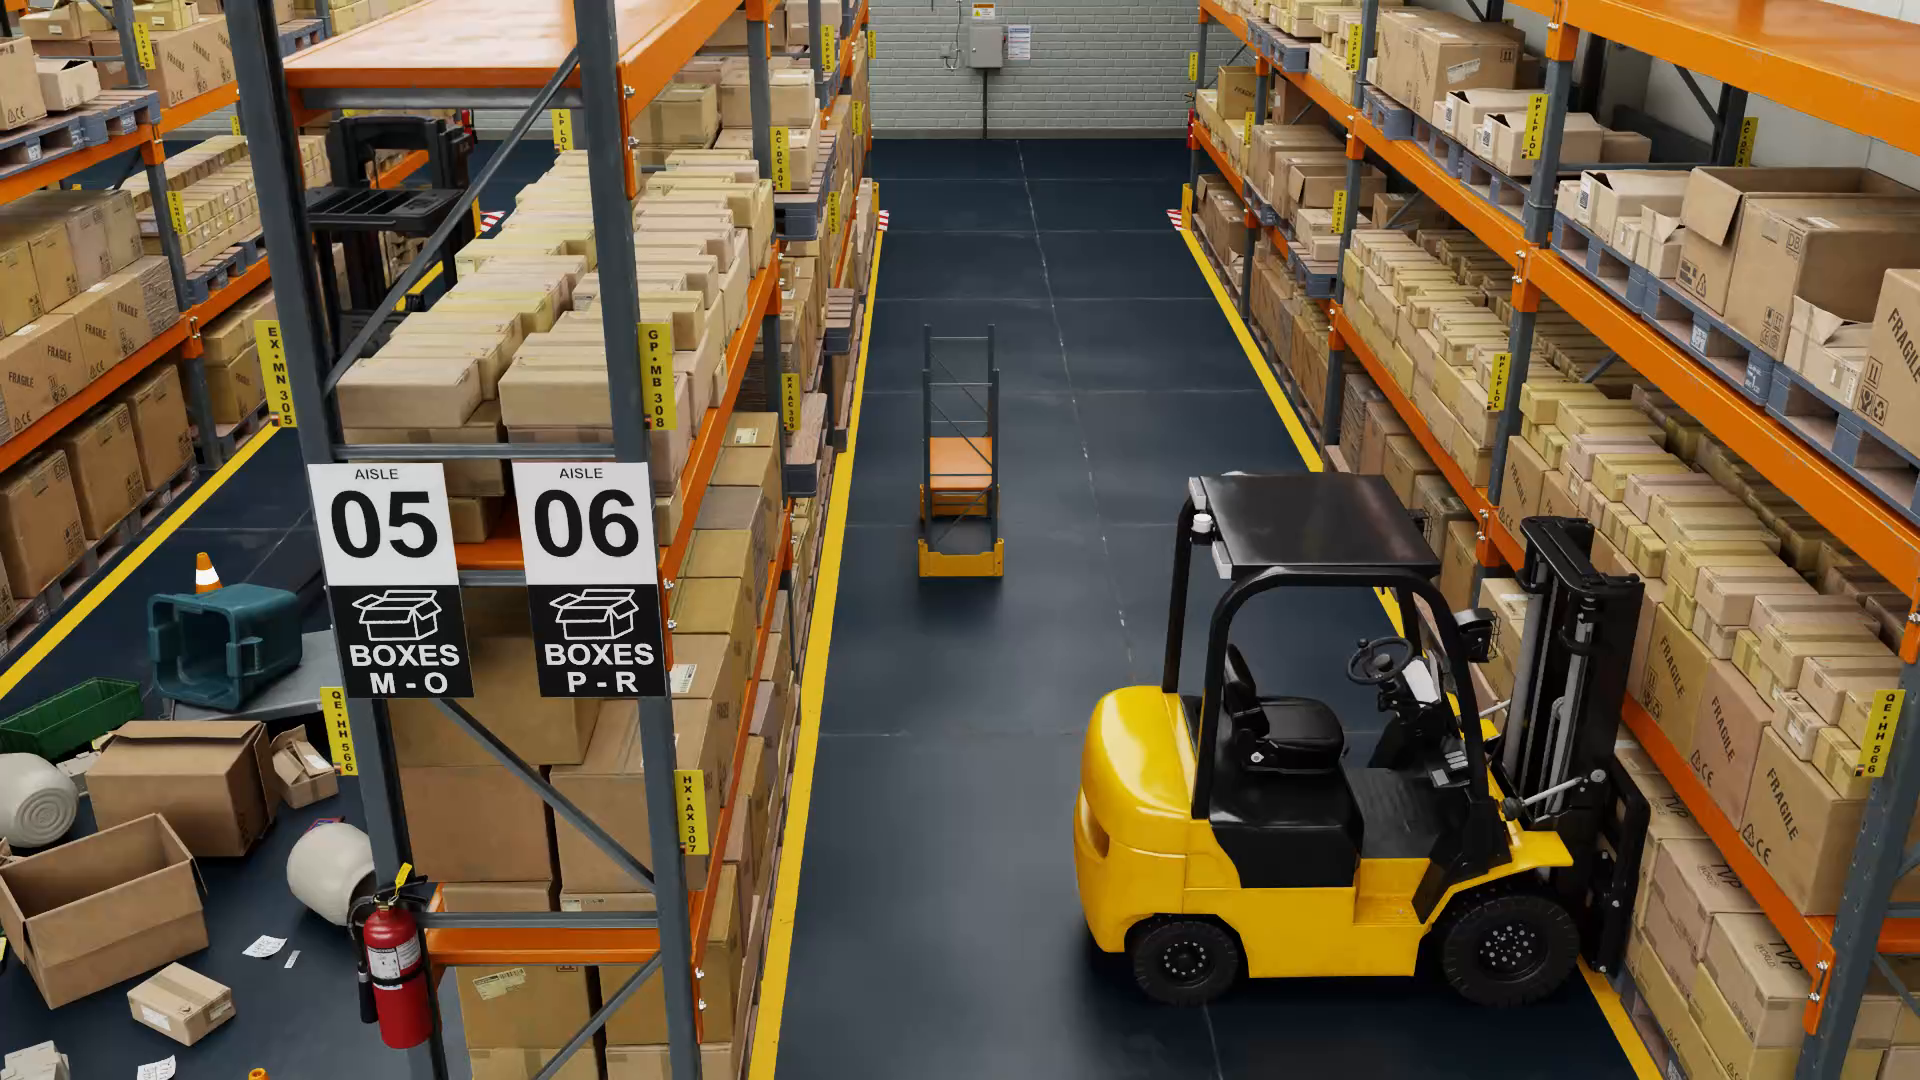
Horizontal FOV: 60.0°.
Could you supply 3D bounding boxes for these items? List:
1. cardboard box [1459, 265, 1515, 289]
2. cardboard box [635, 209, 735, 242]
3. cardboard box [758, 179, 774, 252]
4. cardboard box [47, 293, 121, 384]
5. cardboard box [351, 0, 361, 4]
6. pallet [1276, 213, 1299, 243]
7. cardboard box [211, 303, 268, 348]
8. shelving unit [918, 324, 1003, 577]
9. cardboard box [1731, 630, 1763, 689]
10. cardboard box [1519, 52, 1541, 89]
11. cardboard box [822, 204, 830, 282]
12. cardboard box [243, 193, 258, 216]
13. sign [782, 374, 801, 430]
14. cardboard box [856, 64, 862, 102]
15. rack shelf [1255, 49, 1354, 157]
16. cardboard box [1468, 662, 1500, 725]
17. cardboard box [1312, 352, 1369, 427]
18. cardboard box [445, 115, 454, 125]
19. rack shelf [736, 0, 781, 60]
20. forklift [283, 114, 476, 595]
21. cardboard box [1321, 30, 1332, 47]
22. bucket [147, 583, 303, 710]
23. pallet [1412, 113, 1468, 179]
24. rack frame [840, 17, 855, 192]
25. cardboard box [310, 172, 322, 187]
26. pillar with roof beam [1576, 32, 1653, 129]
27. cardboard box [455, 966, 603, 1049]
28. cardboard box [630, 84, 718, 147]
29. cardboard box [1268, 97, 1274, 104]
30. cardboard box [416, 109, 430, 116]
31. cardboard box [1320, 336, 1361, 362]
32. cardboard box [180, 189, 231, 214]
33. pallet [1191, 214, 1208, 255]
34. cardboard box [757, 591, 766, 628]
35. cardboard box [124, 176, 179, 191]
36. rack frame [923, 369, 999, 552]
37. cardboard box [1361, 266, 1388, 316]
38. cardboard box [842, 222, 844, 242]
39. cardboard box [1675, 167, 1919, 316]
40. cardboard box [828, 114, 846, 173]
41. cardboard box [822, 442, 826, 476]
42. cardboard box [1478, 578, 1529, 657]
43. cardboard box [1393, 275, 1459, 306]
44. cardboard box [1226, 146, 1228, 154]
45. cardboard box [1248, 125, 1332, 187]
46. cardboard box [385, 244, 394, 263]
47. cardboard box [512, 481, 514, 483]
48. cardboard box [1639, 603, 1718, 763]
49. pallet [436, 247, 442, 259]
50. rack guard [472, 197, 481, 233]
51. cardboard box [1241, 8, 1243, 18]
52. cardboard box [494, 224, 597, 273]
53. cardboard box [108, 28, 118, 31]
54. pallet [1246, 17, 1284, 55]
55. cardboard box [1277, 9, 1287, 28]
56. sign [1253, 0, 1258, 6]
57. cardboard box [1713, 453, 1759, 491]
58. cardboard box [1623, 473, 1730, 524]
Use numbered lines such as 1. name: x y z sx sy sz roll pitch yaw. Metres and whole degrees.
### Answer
1. cardboard box: 3.709 -1.812 11.592 0.380 0.149 0.250 0 24 -1
2. cardboard box: -1.167 -1.307 7.080 0.380 0.149 0.250 0 24 0
3. cardboard box: -1.196 -1.608 8.229 0.500 0.250 0.500 0 24 -1
4. cardboard box: -6.180 -1.389 11.444 0.500 0.500 0.500 -1 24 -1
5. cardboard box: -6.272 -5.519 16.631 0.500 0.250 0.500 0 24 -1
6. pallet: 3.423 -2.741 14.787 1.003 0.211 1.213 0 24 -1
7. cardboard box: -6.234 -1.828 14.149 0.500 0.250 0.500 -1 24 -1
8. shelving unit: 0.001 -0.652 11.755 0.587 1.500 1.083 0 24 -1
9. cardboard box: 3.287 0.472 6.542 0.380 0.149 0.250 0 24 -1
10. cardboard box: 3.714 -3.265 11.624 0.500 0.250 0.500 0 24 -1
11. cardboard box: -1.231 -2.190 12.343 0.500 0.500 0.500 -1 24 -2
12. cardboard box: -6.283 -2.883 14.302 0.380 0.149 0.250 0 24 -1
13. sign: -0.928 -0.755 9.113 0.100 0.325 0.005 0 24 -1
14. cardboard box: -1.314 -4.770 17.704 0.500 0.500 0.500 0 24 0
15. rack shelf: 3.427 -3.890 14.328 1.077 0.370 4.000 0 24 -1
16. cardboard box: 3.167 0.883 9.368 0.500 0.250 0.500 0 24 0
17. cardboard box: 3.230 -1.253 13.788 0.500 0.500 0.500 0 24 1
18. cardboard box: -6.264 -4.989 19.828 0.380 0.149 0.250 0 24 0
19. rack shelf: -1.492 -3.403 10.095 1.077 0.370 4.000 0 24 -1
20. forklift: -3.951 -1.362 11.587 1.130 2.935 3.031 2 24 4
21. cardboard box: 3.217 -4.183 13.800 0.380 0.149 0.250 0 24 1
22. bucket: -4.112 0.553 9.398 0.726 0.611 0.620 8 16 18
23. pallet: 3.561 -2.568 10.761 1.003 0.211 1.213 1 24 2
24. rack frame: -1.558 -3.652 16.568 1.000 3.000 0.127 0 24 -1
25. cardboard box: -6.300 -3.395 15.795 0.380 0.149 0.250 0 24 0
26. pillar with roof beam: 0.060 -4.208 10.518 9.100 9.000 0.400 0 24 -1
27. cardboard box: -1.696 1.684 6.687 0.500 0.500 0.500 0 24 0
28. cardboard box: -1.604 -2.311 9.029 0.500 0.250 0.500 0 24 1
29. cardboard box: 3.637 -4.990 19.348 0.500 0.250 0.500 0 24 0
30. cardboard box: -6.272 -4.812 18.651 0.500 0.500 0.500 0 24 0
31. cardboard box: 3.191 -1.578 13.718 0.380 0.149 0.250 -1 24 -3
32. cardboard box: -6.280 -2.800 13.757 0.380 0.149 0.250 -1 24 -3
33. pallet: 3.373 -3.693 20.044 1.003 0.211 1.213 0 24 -1
34. cardboard box: -1.148 0.309 8.115 0.380 0.149 0.250 -1 24 -1
35. cardboard box: -6.938 -3.020 14.245 0.380 0.149 0.250 1 24 2
36. rack frame: 0.006 -0.439 11.283 0.500 1.500 0.032 0 24 -1
37. cardboard box: 3.214 -1.797 12.041 0.500 0.250 0.500 0 24 1
38. cardboard box: -1.300 -2.769 14.798 0.500 0.250 0.500 0 24 -1
39. cardboard box: 3.409 -1.227 6.809 0.797 0.503 0.637 1 24 1
40. cardboard box: -1.303 -3.548 15.003 0.500 0.500 0.500 0 24 1
41. cardboard box: -1.518 -0.765 12.863 0.950 0.372 0.625 -2 24 -4
42. cardboard box: 3.184 0.428 9.162 0.500 0.250 0.500 -1 24 -1
43. cardboard box: 3.183 -1.704 11.353 0.380 0.149 0.250 0 24 1
44. cardboard box: 3.151 -4.327 18.366 0.380 0.149 0.250 0 24 -1
45. cardboard box: 3.187 -3.712 16.070 0.700 0.500 0.500 0 24 1
46. cardboard box: -6.322 -3.082 17.897 0.380 0.149 0.250 -1 24 -3
47. cardboard box: -1.715 -0.317 5.859 0.380 0.149 0.250 0 24 1
48. cardboard box: 3.266 0.597 7.052 0.500 0.500 0.500 -1 24 -2
49. pallet: -6.576 -3.599 19.836 1.003 0.211 1.213 0 24 -1
50. rack guard: -6.549 -4.066 20.517 1.175 0.500 0.348 0 24 -1
51. cardboard box: 3.141 -5.498 17.314 0.380 0.149 0.250 1 24 1
52. cardboard box: -1.694 -1.199 6.842 0.380 0.149 0.250 0 24 0
53. cardboard box: -6.741 -3.792 13.116 0.500 0.500 0.500 0 24 -1
54. pallet: 3.343 -4.688 15.446 1.213 0.211 1.003 0 24 -1
55. cardboard box: 3.025 -4.619 14.740 0.380 0.149 0.250 -1 24 -1
56. sign: 2.863 -5.272 15.883 0.100 0.325 0.005 0 24 -1
57. cardboard box: 3.824 -0.303 7.894 0.380 0.149 0.250 -1 24 -1
58. cardboard box: 3.293 -0.193 7.650 0.380 0.149 0.250 0 24 -1
